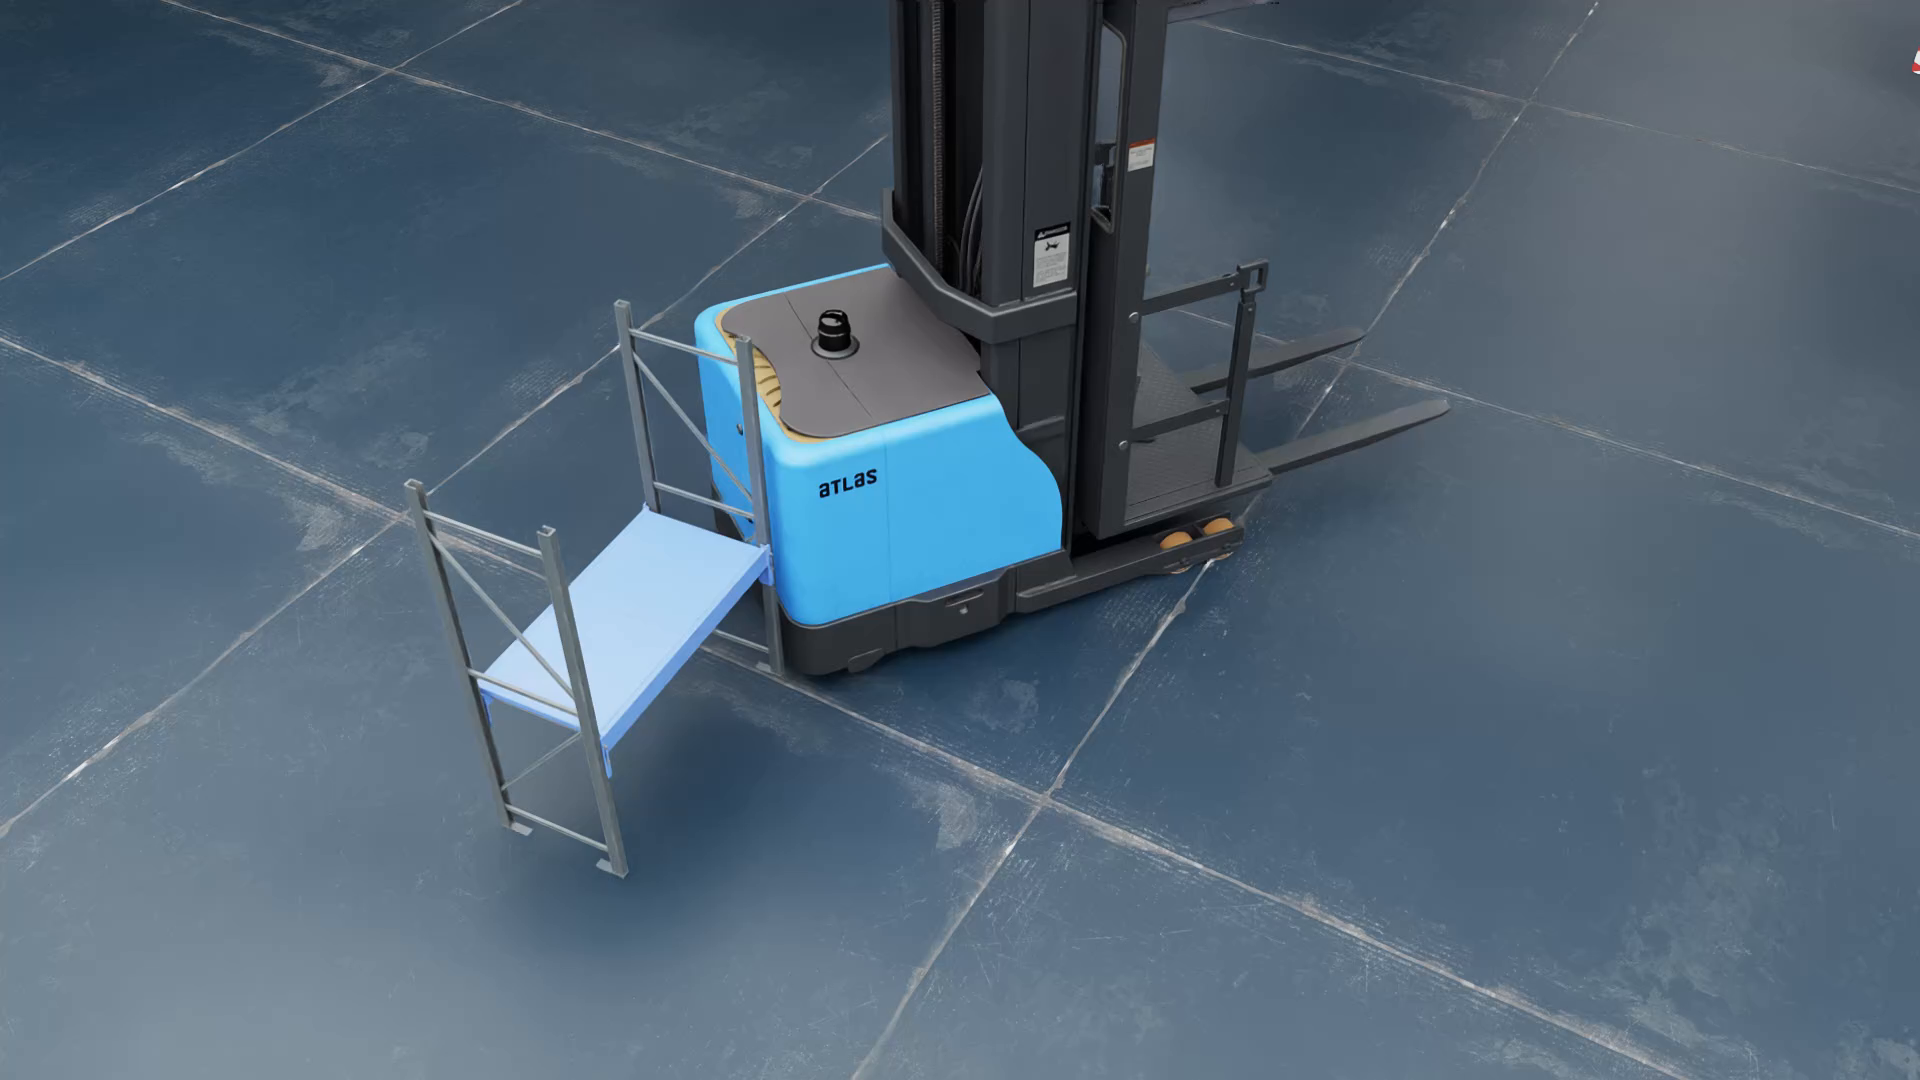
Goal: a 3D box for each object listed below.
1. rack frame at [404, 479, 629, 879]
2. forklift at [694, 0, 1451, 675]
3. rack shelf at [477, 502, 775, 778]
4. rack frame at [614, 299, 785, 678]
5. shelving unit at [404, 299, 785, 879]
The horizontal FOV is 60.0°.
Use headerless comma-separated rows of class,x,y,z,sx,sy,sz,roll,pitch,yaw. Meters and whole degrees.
rack frame,-1.327,0.472,5.079,0.500,1.500,0.032,18,44,19
forklift,0.572,-1.266,5.970,3.031,2.935,1.130,-17,44,-19
rack shelf,-1.105,0.305,5.541,0.538,0.185,1.000,18,44,19
rack frame,-0.882,-0.133,5.765,0.500,1.500,0.032,18,44,19
shelving unit,-1.105,0.170,5.422,0.538,1.500,1.048,18,44,19
